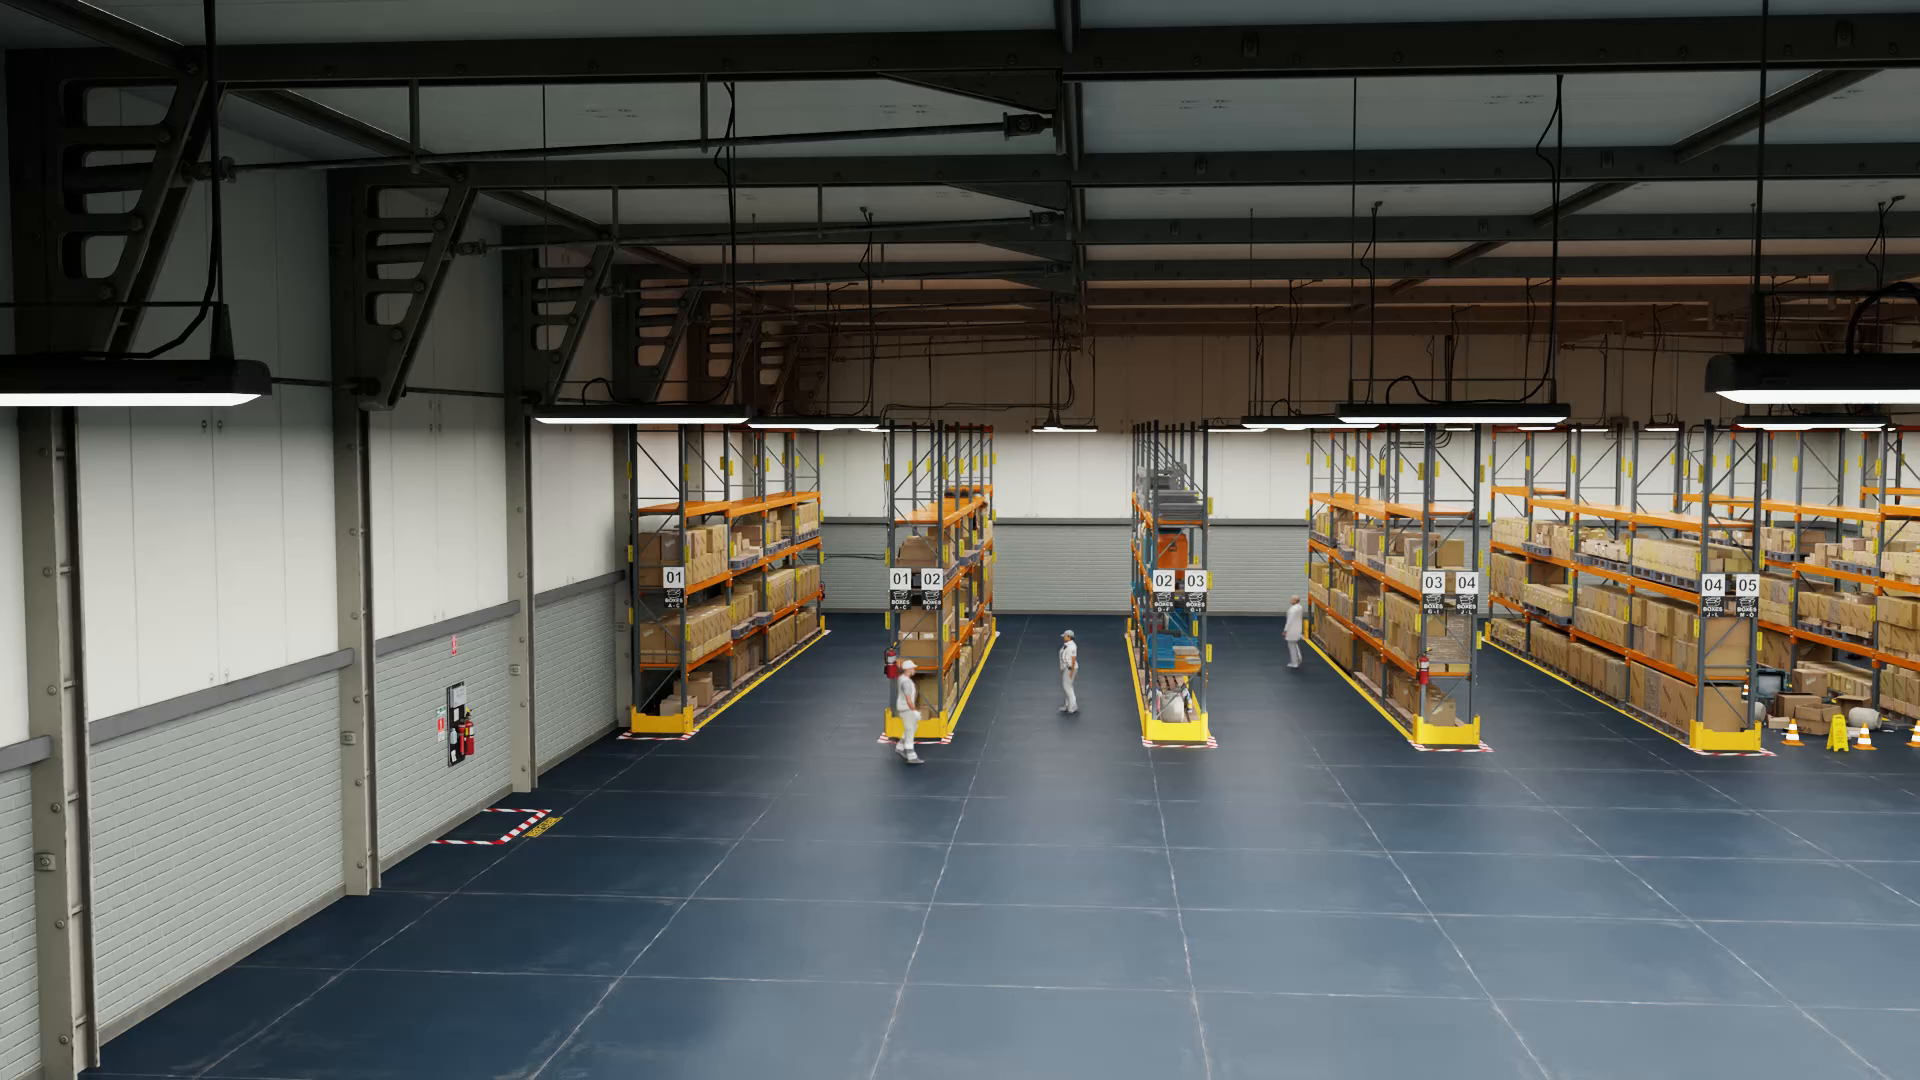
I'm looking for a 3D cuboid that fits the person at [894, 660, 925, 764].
[{"bbox_3d":[-0.887,2.986,29.072,0.535,1.786,0.674,0,4,-5],"label":"person"}]

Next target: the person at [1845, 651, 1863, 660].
[{"bbox_3d":[22.645,2.238,42.152,0.558,1.669,0.731,-1,4,-15],"label":"person"}]

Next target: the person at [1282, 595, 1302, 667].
[{"bbox_3d":[8.180,2.254,40.877,0.604,1.819,0.489,-2,4,-31],"label":"person"}]

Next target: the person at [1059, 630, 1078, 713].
[{"bbox_3d":[2.251,2.725,34.471,0.381,1.709,0.533,0,4,-7],"label":"person"}]
